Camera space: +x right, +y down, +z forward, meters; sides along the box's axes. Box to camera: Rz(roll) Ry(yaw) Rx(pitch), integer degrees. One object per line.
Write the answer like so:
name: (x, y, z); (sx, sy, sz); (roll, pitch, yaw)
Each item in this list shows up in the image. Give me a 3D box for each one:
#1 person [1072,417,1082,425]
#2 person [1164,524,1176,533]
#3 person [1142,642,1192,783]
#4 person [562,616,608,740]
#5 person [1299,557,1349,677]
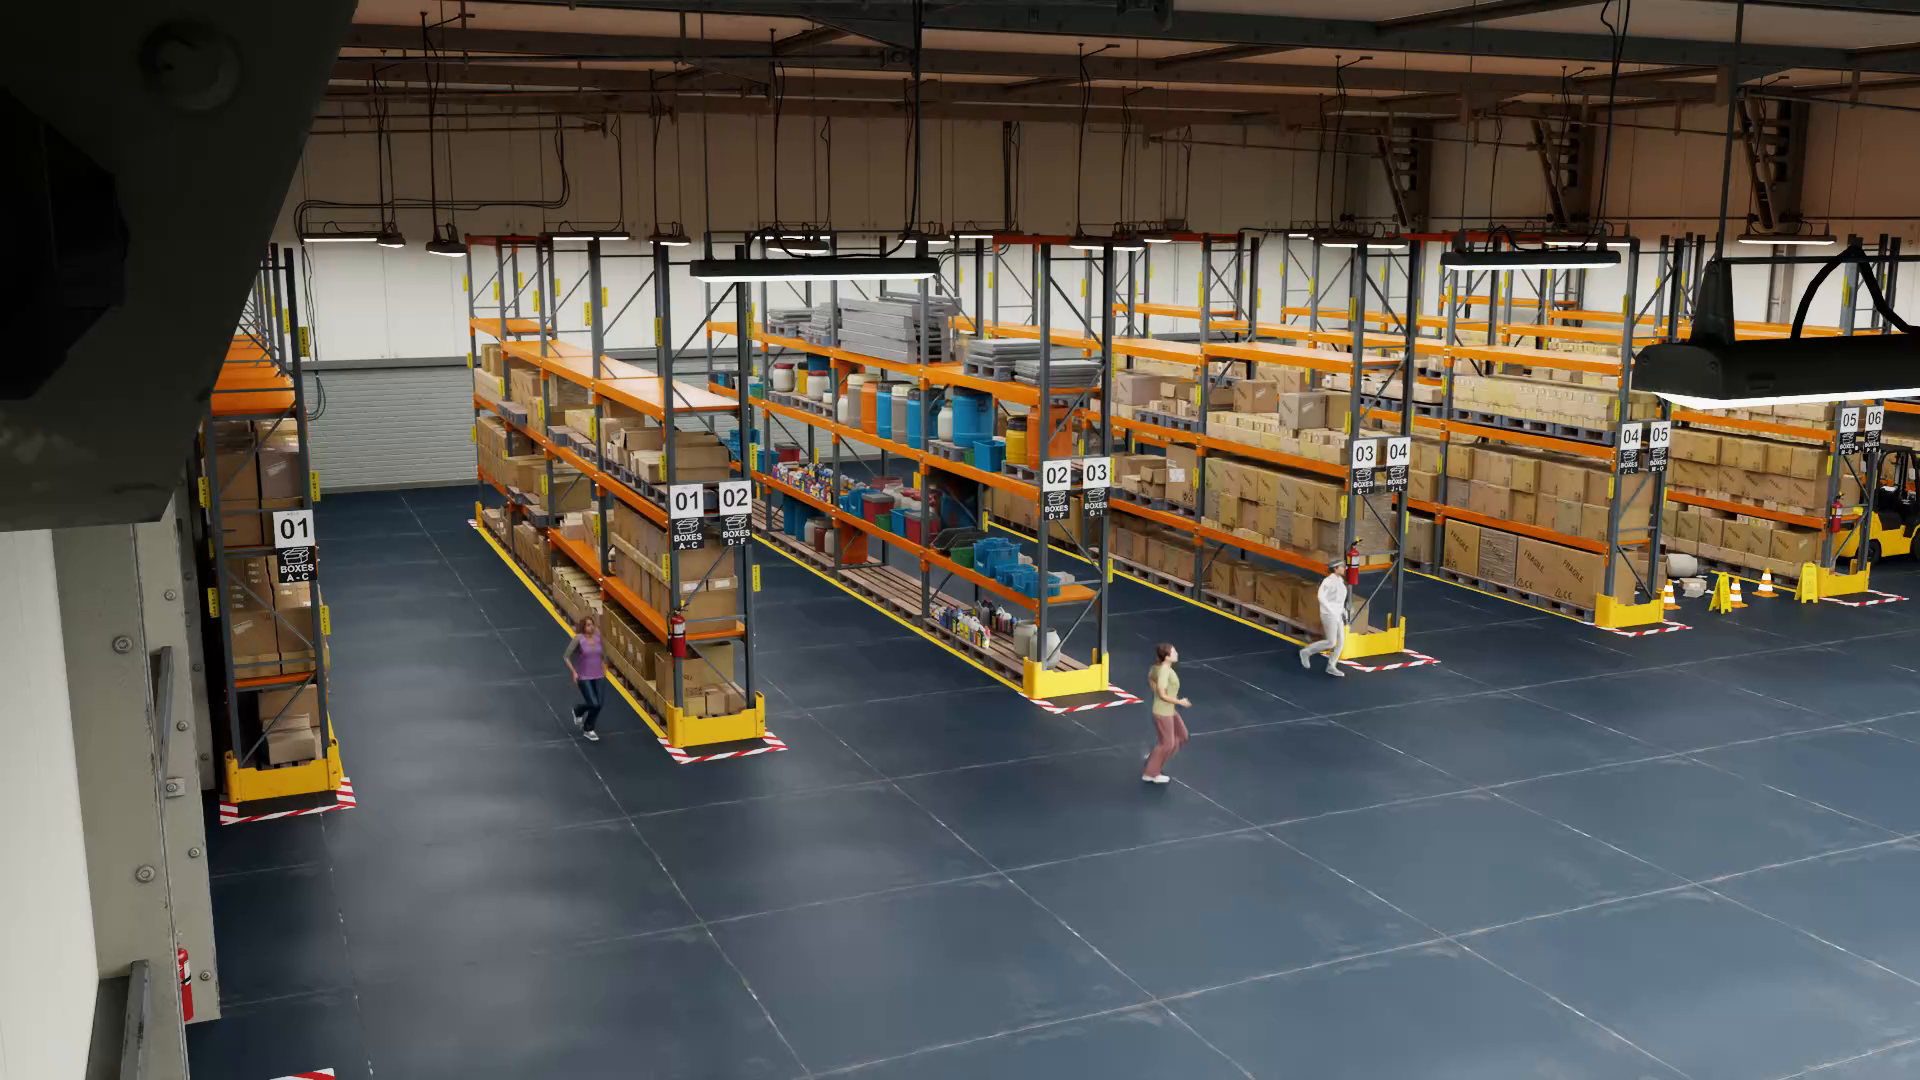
person: (2.861, -2.453, 41.313); (0.687, 1.686, 0.775); (-6, 12, -28)
person: (4.246, -0.816, 32.858); (0.625, 1.758, 0.730); (-8, 13, -34)
person: (2.341, 1.949, 18.757); (0.539, 1.634, 0.592); (1, 11, 8)
person: (-4.523, 1.703, 20.332); (0.533, 1.537, 0.541); (-10, 15, -41)
person: (5.210, 1.043, 23.448); (0.657, 1.647, 0.677); (7, 13, 32)
